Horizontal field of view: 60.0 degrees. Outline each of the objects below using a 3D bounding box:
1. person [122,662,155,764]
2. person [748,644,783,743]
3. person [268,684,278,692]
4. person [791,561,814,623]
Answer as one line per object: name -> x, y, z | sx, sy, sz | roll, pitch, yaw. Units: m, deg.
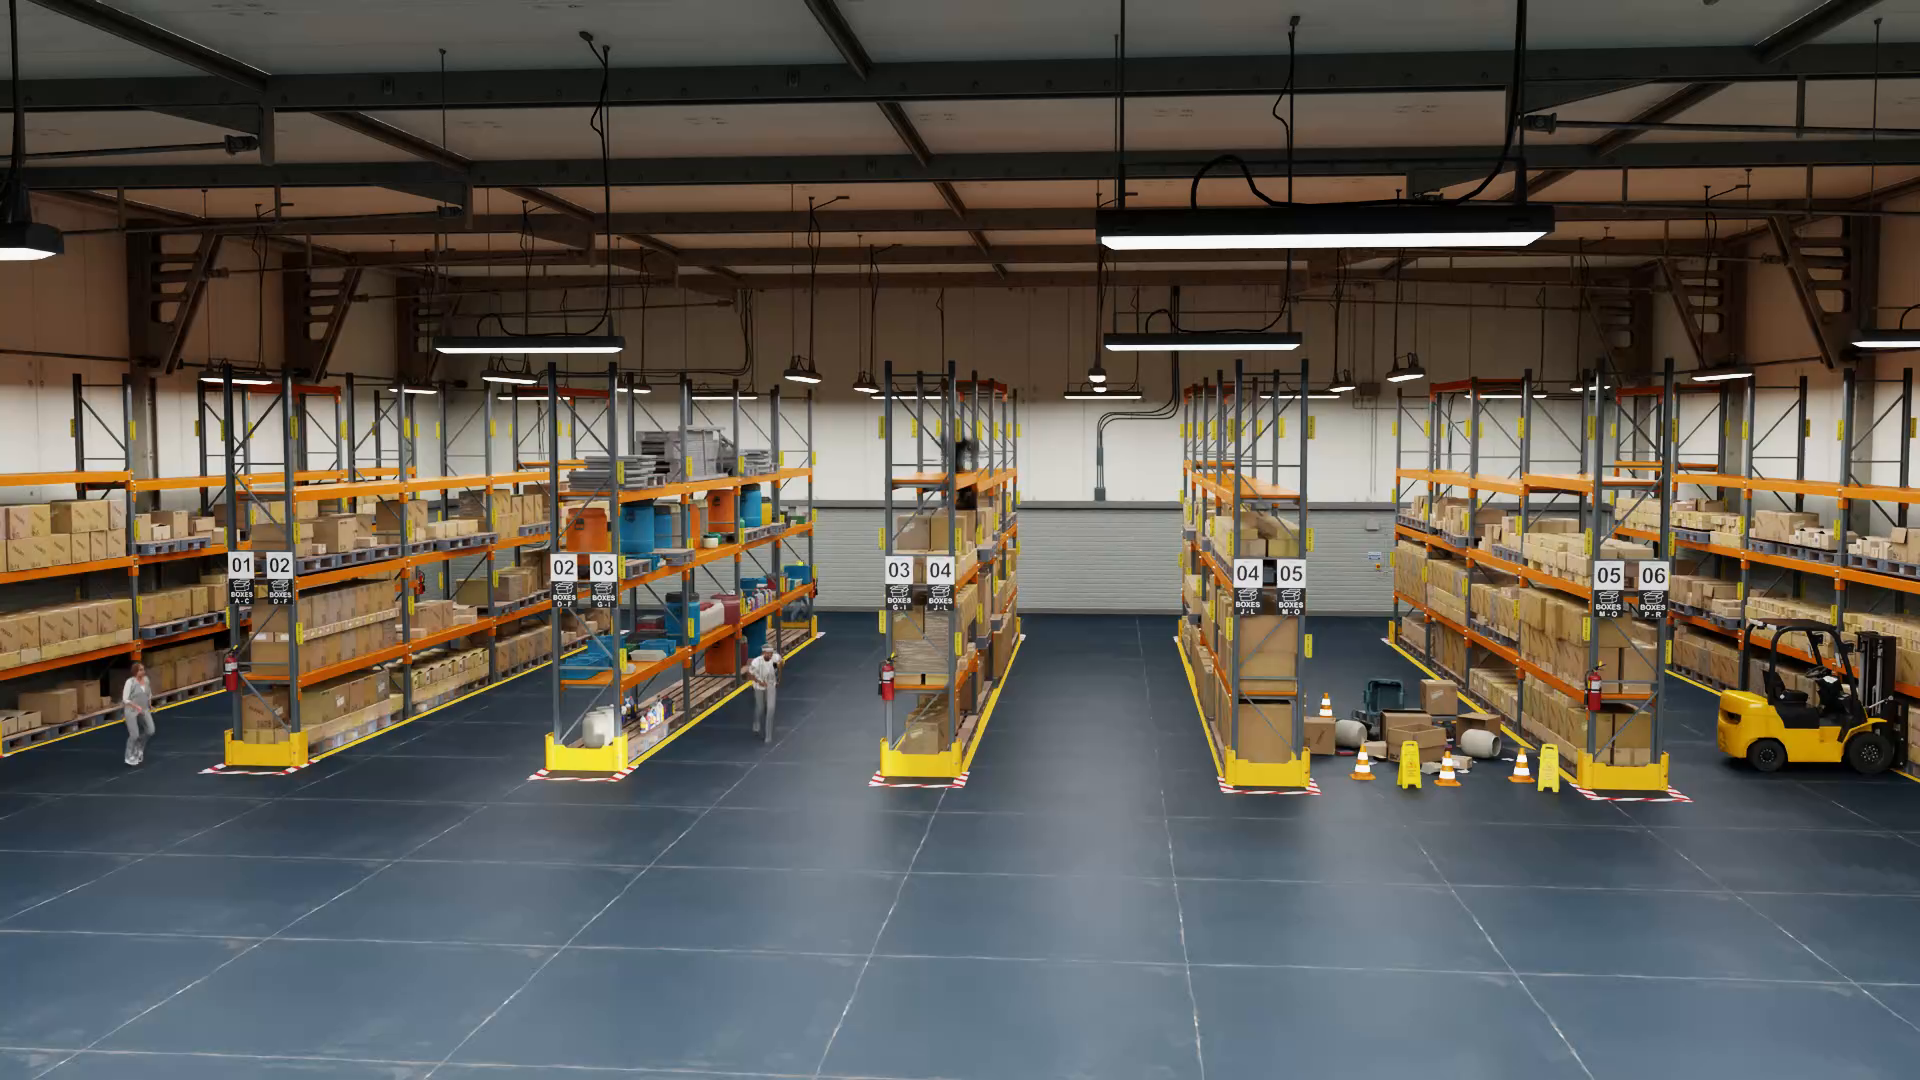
person -> -12.289, 2.589, 24.874 | 0.642, 1.546, 0.489 | 3, 5, 35
person -> -3.195, 2.448, 27.070 | 0.608, 1.637, 0.969 | -1, 4, -21
person -> -12.699, 2.116, 30.791 | 0.660, 1.728, 0.645 | 0, 4, -2
person -> -3.931, 1.390, 41.655 | 0.696, 1.732, 0.505 | -3, 5, -35
